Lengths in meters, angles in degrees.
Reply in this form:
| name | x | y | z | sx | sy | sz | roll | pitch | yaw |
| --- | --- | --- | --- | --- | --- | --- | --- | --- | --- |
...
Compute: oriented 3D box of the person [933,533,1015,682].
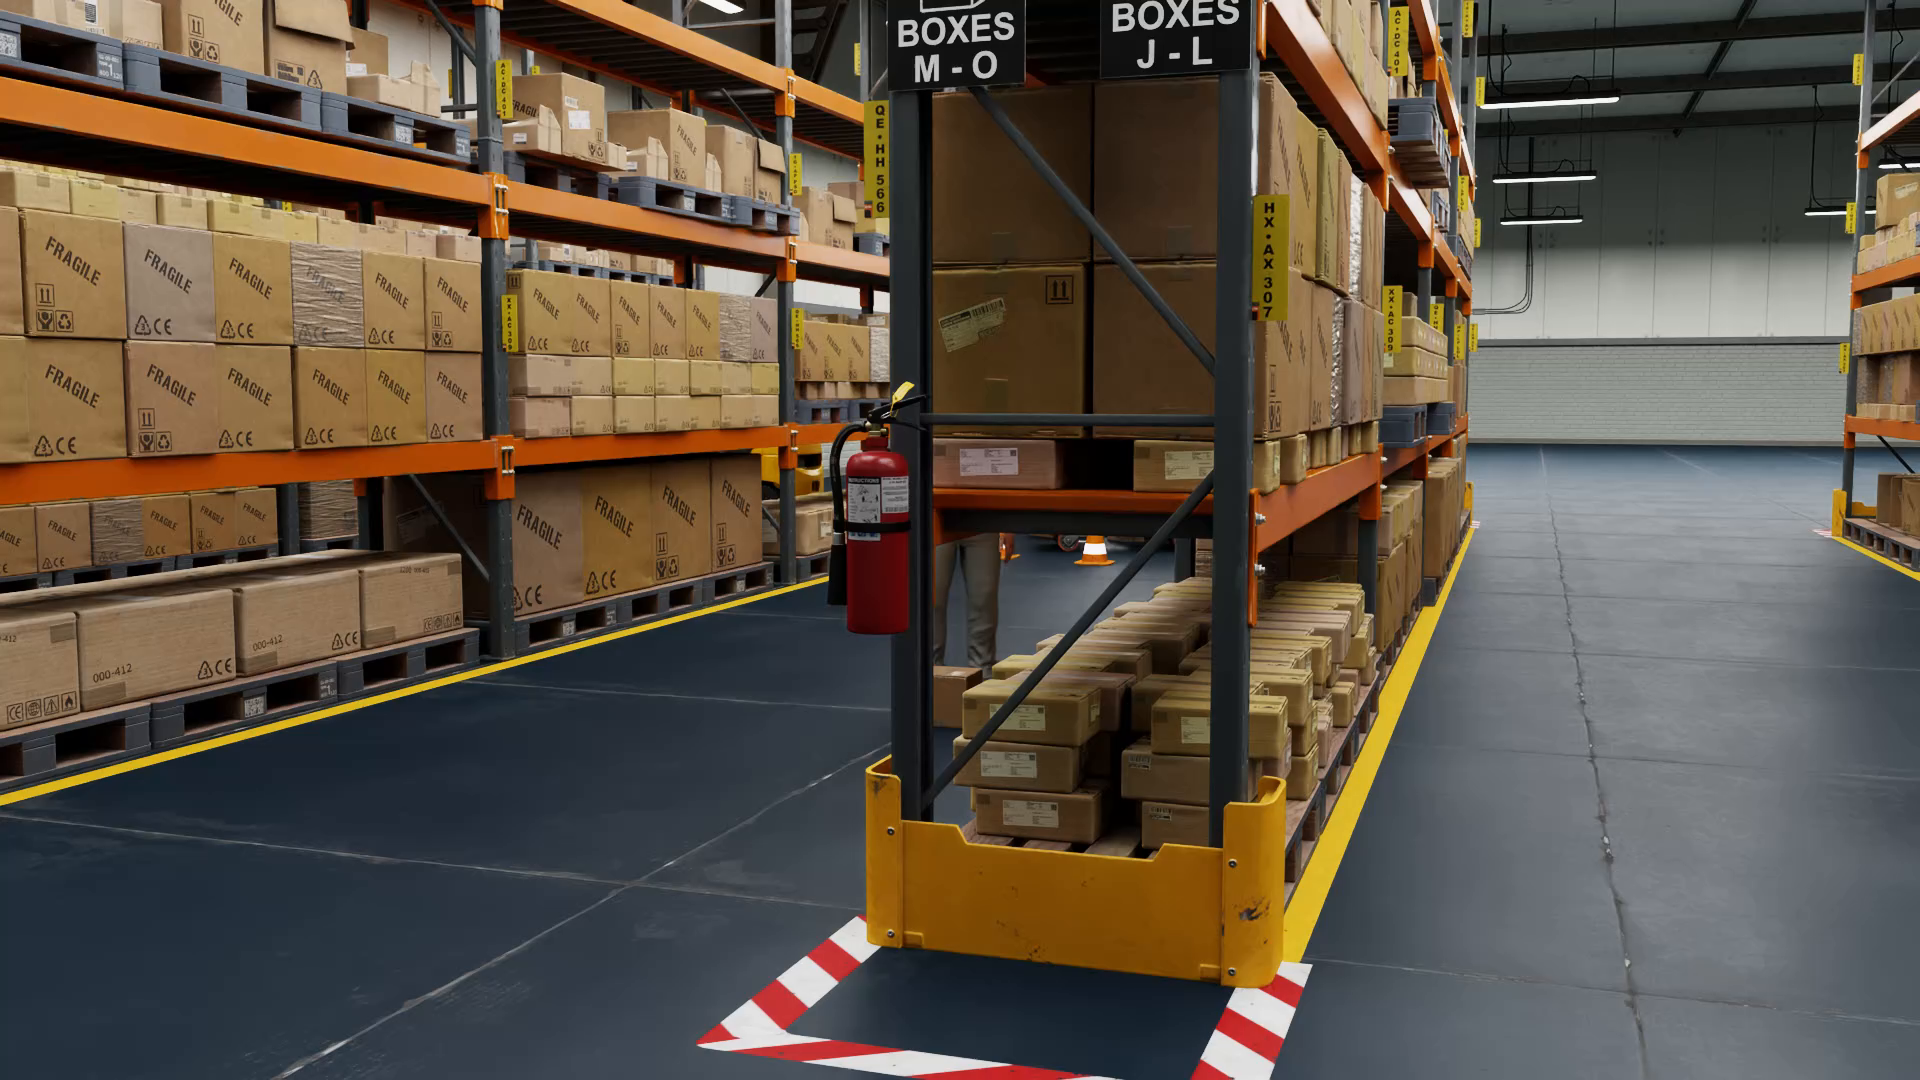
| name | x | y | z | sx | sy | sz | roll | pitch | yaw |
| --- | --- | --- | --- | --- | --- | --- | --- | --- | --- |
| person | -0.008 | -0.068 | 8.404 | 0.588 | 1.766 | 0.402 | 0 | 5 | -1 |
